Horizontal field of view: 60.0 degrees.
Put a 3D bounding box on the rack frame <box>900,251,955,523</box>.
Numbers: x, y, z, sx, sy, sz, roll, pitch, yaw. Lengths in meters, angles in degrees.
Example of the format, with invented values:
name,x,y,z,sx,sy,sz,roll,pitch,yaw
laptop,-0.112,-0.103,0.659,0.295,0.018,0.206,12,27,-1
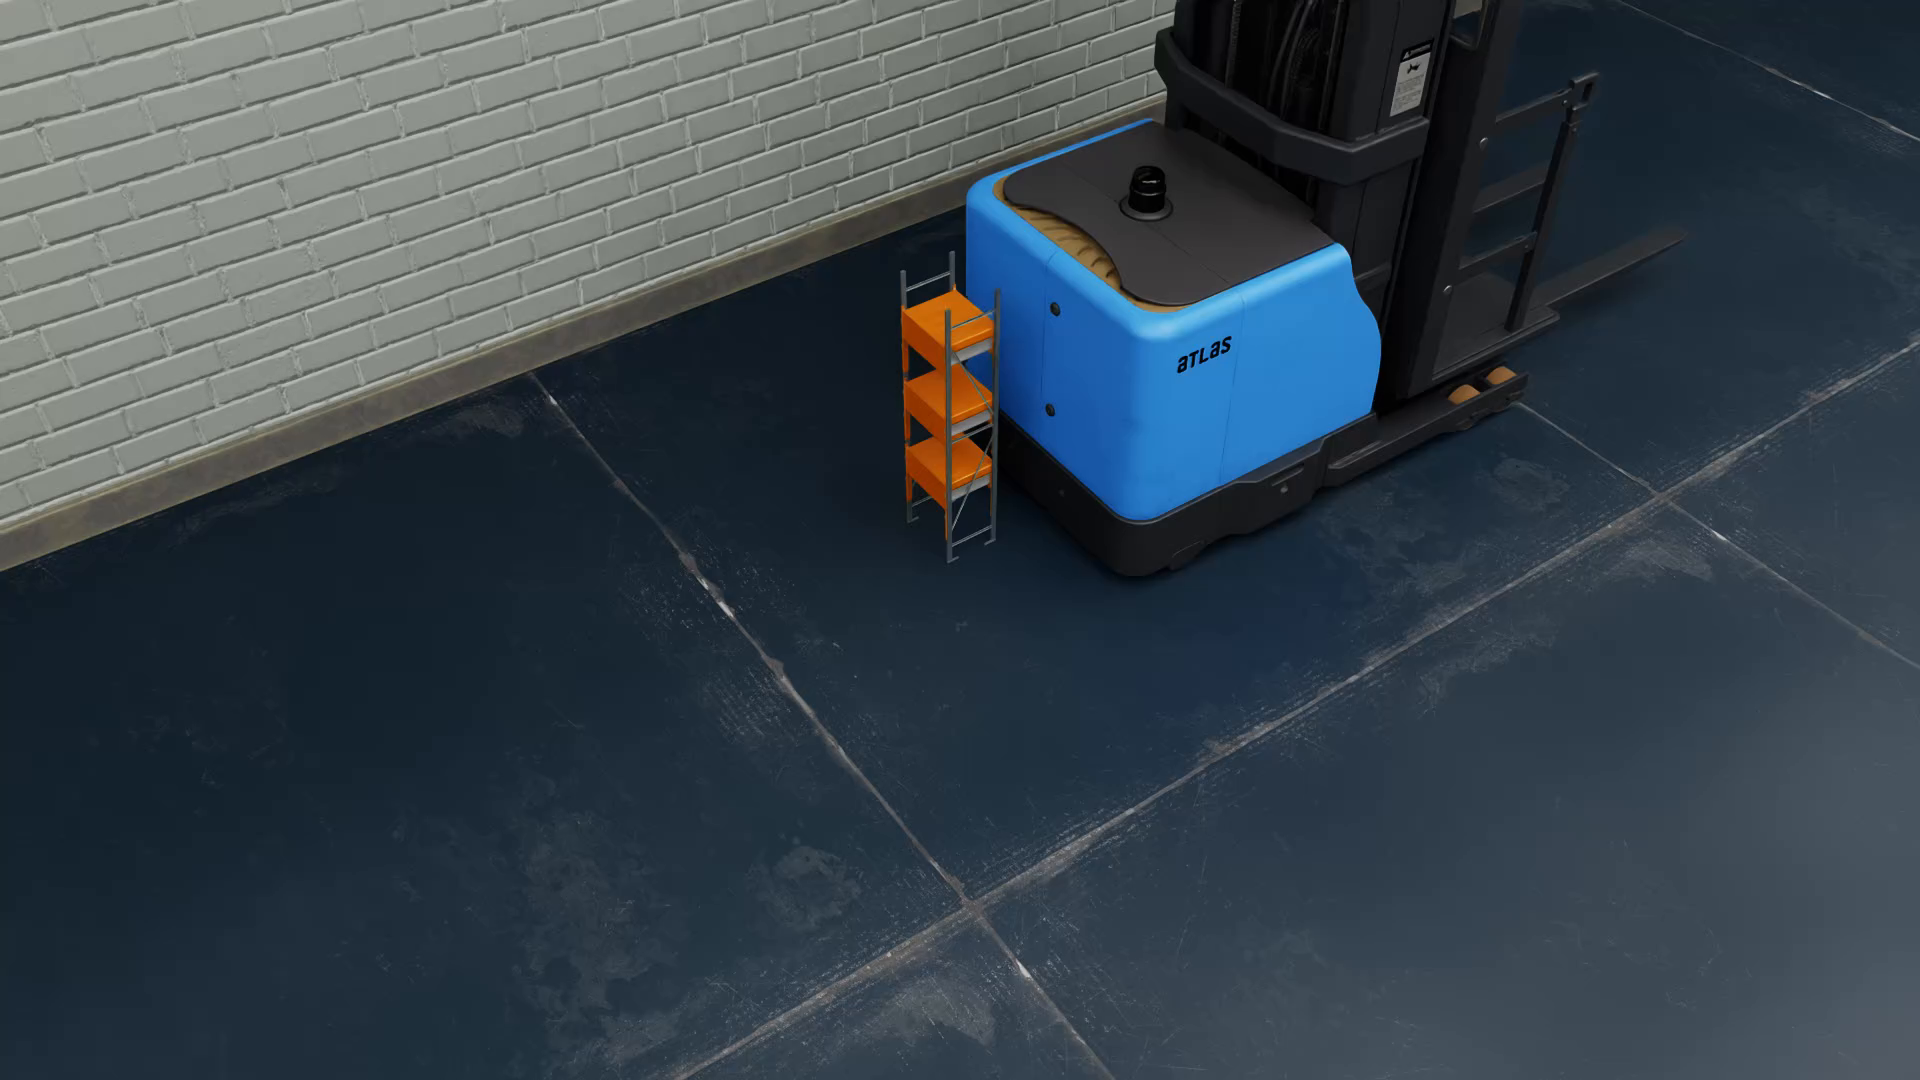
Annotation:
name,x,y,z,sx,sy,sz,roll,pitch,yaw
rack frame,-0.100,-0.479,5.492,0.200,1.050,0.008,-26,49,-24

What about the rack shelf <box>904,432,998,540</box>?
name,x,y,z,sx,sy,sz,roll,pitch,yaw
rack shelf,-0.031,-0.201,5.618,0.215,0.259,0.240,-26,49,-24

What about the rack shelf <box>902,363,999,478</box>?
name,x,y,z,sx,sy,sz,roll,pitch,yaw
rack shelf,-0.031,-0.402,5.427,0.215,0.259,0.240,-26,49,-24

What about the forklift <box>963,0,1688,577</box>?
name,x,y,z,sx,sy,sz,roll,pitch,yaw
forklift,1.510,-1.745,5.455,3.031,2.935,1.130,-25,49,-24

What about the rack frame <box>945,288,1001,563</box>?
name,x,y,z,sx,sy,sz,roll,pitch,yaw
rack frame,0.039,-0.341,5.347,0.200,1.050,0.008,-26,49,-24

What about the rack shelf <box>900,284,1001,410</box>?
name,x,y,z,sx,sy,sz,roll,pitch,yaw
rack shelf,-0.031,-0.608,5.231,0.215,0.259,0.240,-26,49,-24

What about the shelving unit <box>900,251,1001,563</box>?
name,x,y,z,sx,sy,sz,roll,pitch,yaw
shelving unit,-0.031,-0.410,5.419,0.215,1.050,0.252,-26,49,-24
